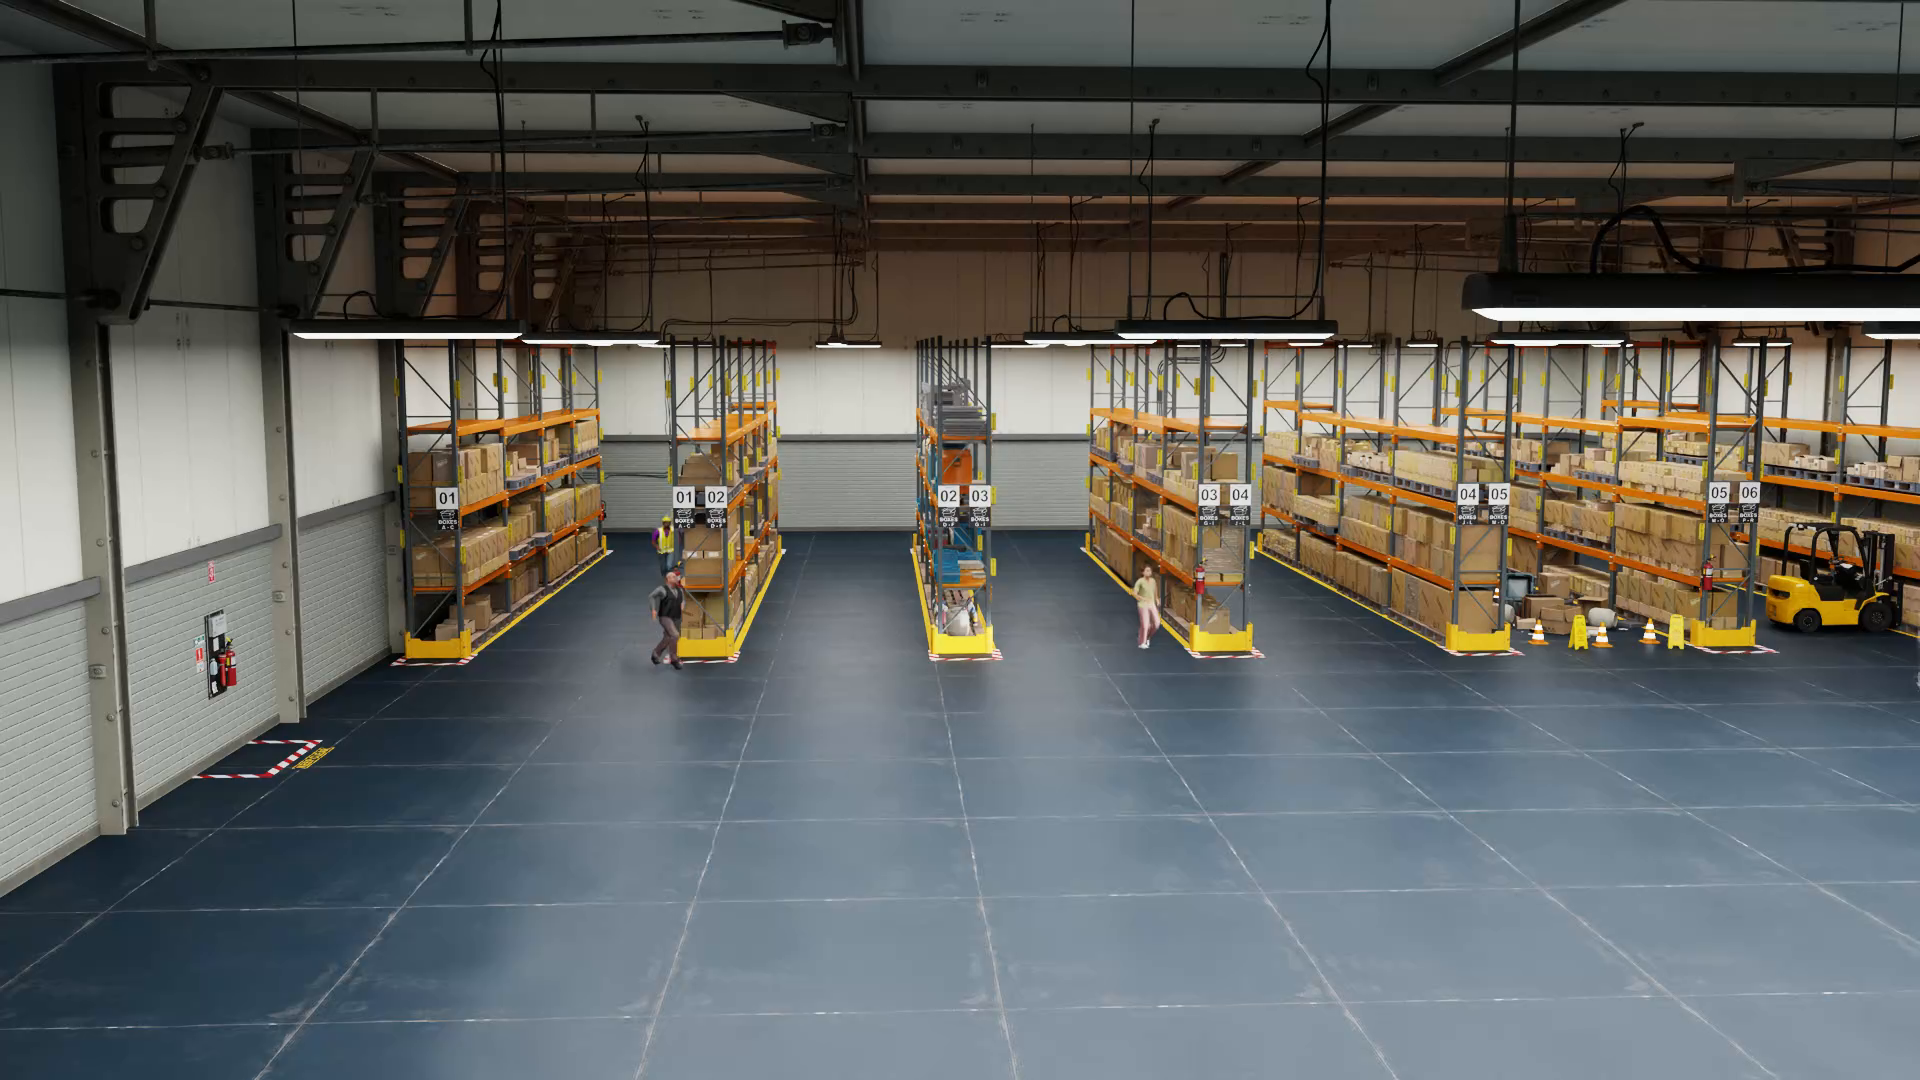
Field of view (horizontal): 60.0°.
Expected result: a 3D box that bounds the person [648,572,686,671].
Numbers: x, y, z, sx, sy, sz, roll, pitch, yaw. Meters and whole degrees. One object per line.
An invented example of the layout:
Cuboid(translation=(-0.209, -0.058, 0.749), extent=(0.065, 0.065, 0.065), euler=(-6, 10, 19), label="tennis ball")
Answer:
Cuboid(translation=(-5.219, 1.447, 30.164), extent=(0.839, 1.714, 0.651), euler=(5, 8, 36), label="person")

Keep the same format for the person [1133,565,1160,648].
Cuboid(translation=(3.610, 1.282, 31.904), extent=(0.617, 1.624, 0.550), euler=(-3, 7, -27), label="person")

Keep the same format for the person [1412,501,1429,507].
Cuboid(translation=(13.692, -0.781, 49.525), extent=(0.998, 1.779, 0.763), euler=(2, 7, 15), label="person")

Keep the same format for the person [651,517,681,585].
Cuboid(translation=(-7.078, 0.310, 40.075), extent=(0.703, 1.758, 0.853), euler=(-1, 7, -9), label="person")
